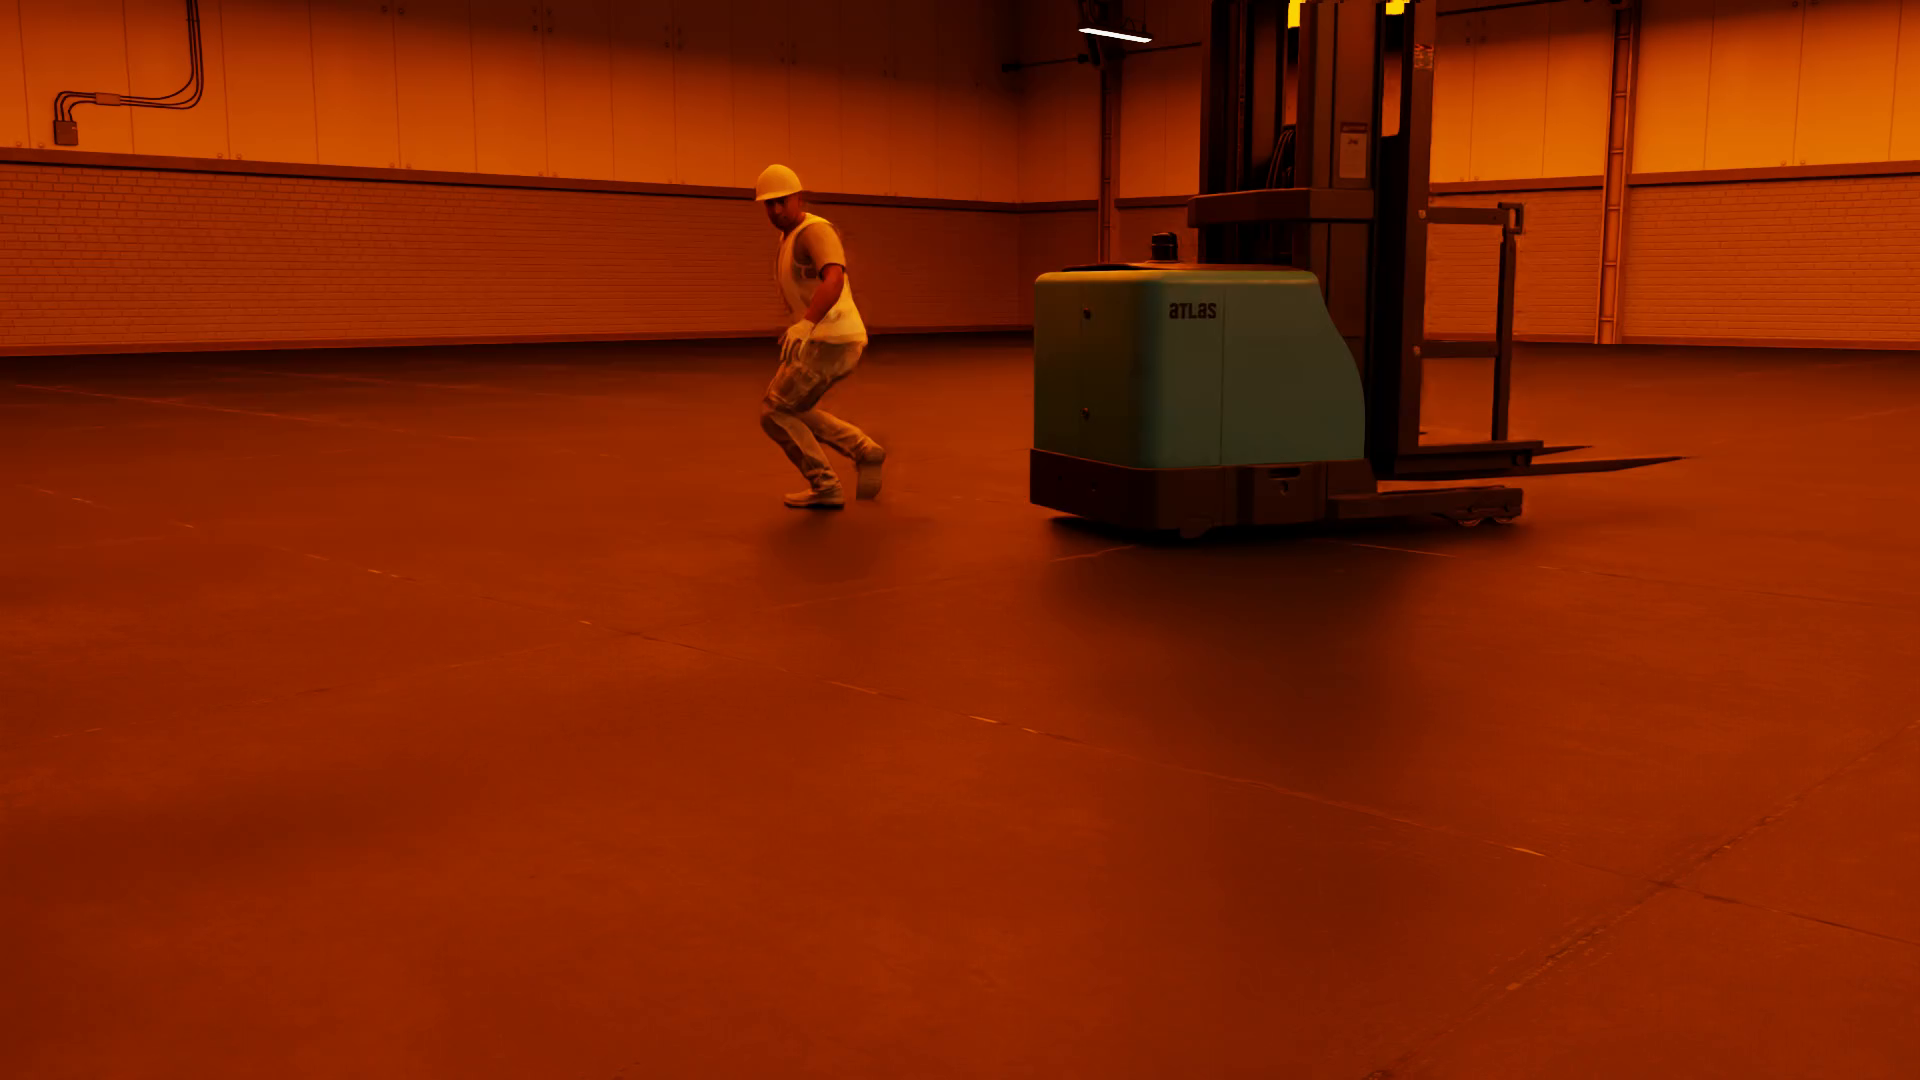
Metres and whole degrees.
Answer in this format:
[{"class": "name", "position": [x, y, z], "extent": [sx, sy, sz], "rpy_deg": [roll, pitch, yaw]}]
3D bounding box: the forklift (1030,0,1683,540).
[{"class": "forklift", "position": [1.872, -1.571, 7.309], "extent": [3.031, 2.935, 1.130], "rpy_deg": [-4, 9, -23]}]

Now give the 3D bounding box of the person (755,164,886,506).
[{"class": "person", "position": [-0.647, -0.945, 7.814], "extent": [0.586, 1.593, 0.959], "rpy_deg": [0, 9, -2]}]
